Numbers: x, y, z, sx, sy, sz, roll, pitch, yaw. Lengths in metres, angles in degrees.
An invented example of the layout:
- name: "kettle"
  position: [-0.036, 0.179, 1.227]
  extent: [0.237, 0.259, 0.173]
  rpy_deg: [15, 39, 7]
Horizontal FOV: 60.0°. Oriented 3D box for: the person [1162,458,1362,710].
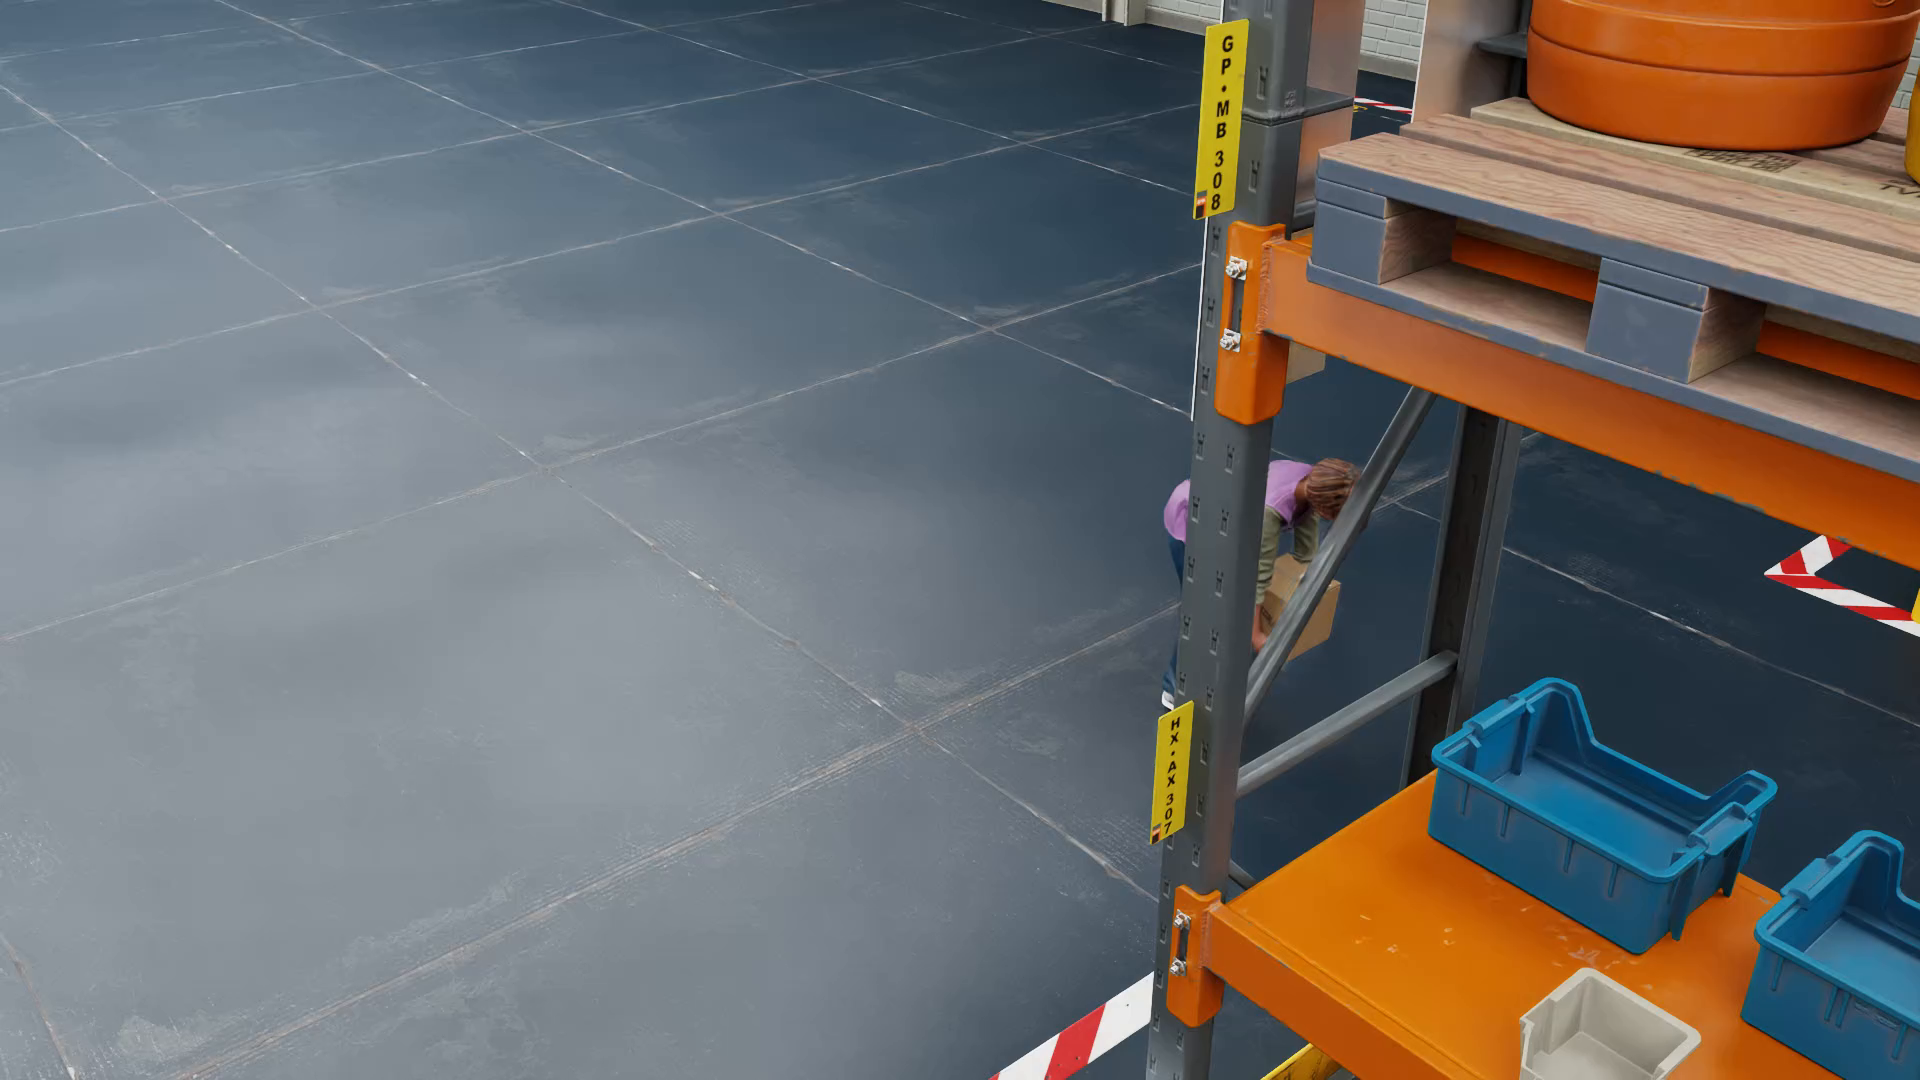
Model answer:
- name: "person"
  position: [1.103, 0.183, 6.176]
  extent: [0.380, 1.240, 0.810]
  rpy_deg: [-23, 36, -36]
